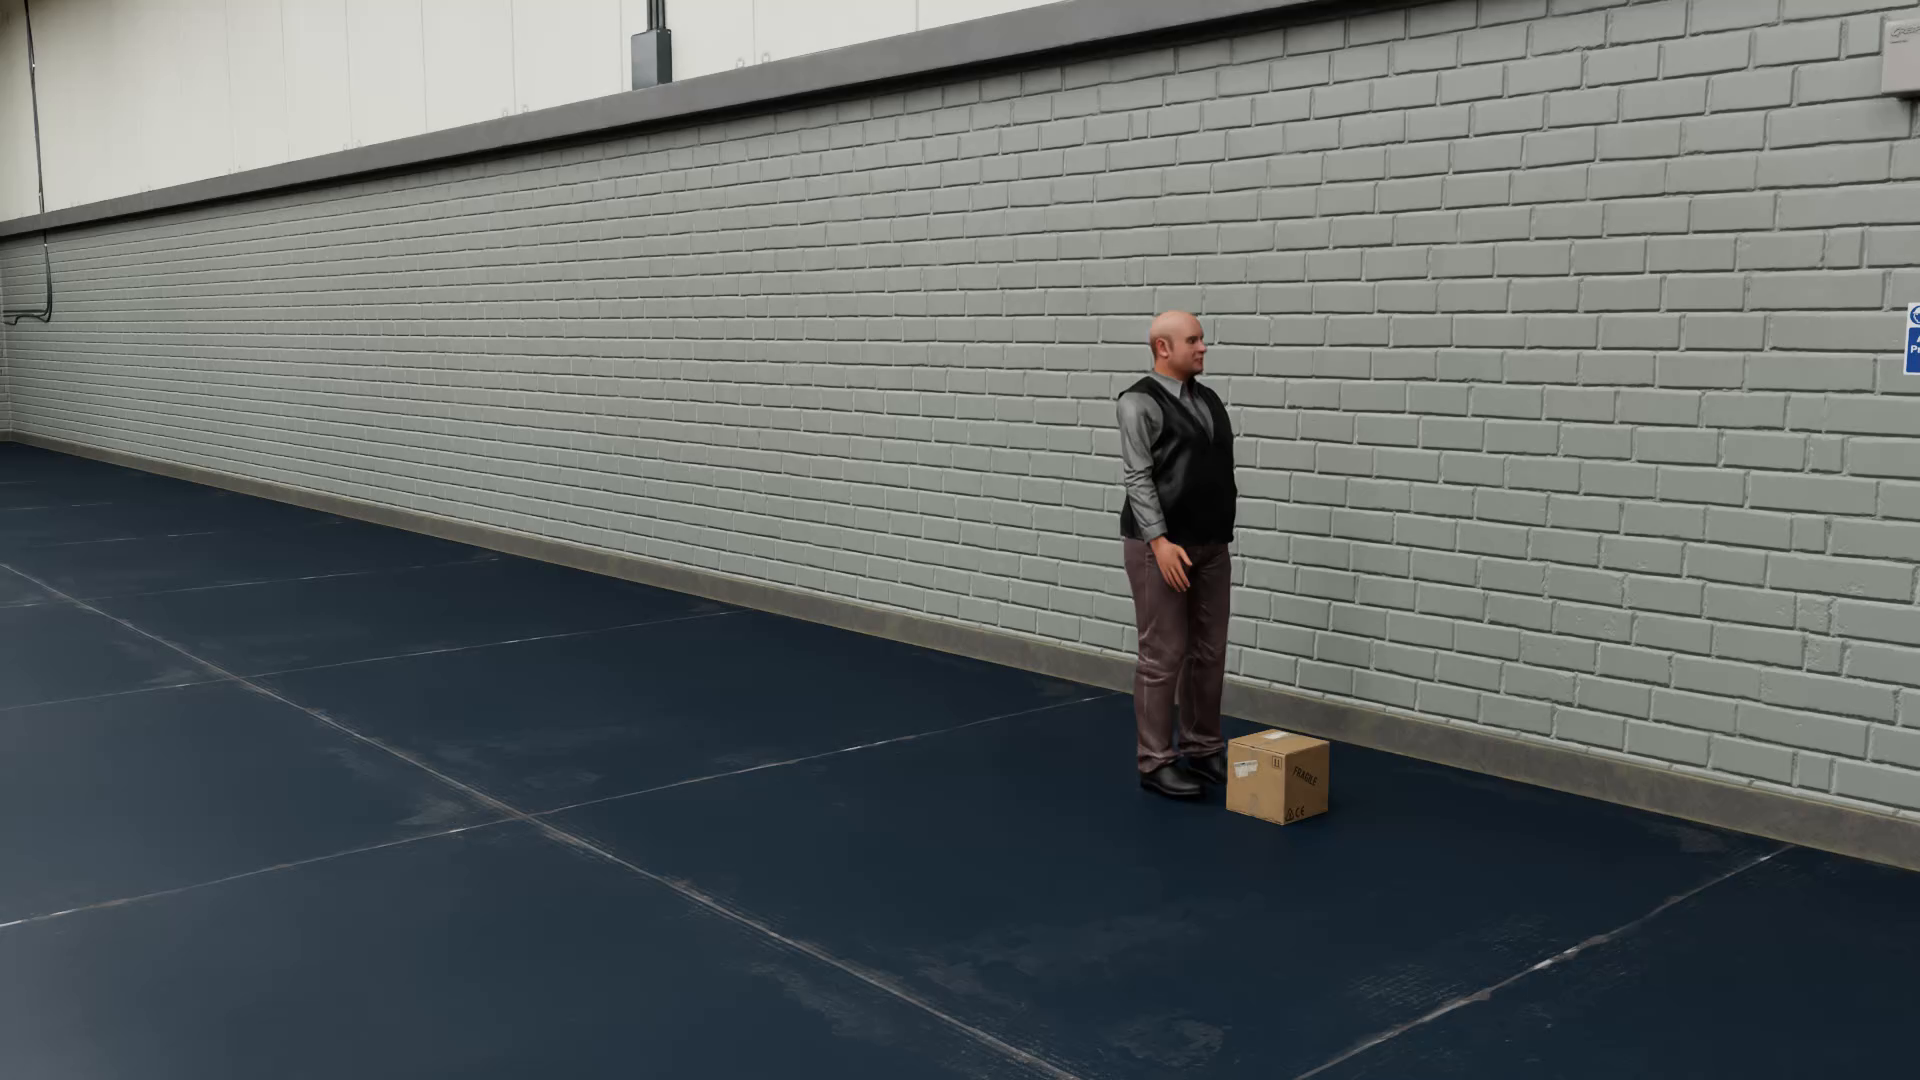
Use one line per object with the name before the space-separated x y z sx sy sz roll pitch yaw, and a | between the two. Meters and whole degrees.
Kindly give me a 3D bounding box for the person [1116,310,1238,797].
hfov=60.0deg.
person | 0.820 0.047 6.016 0.545 1.740 0.430 -6 10 -40
